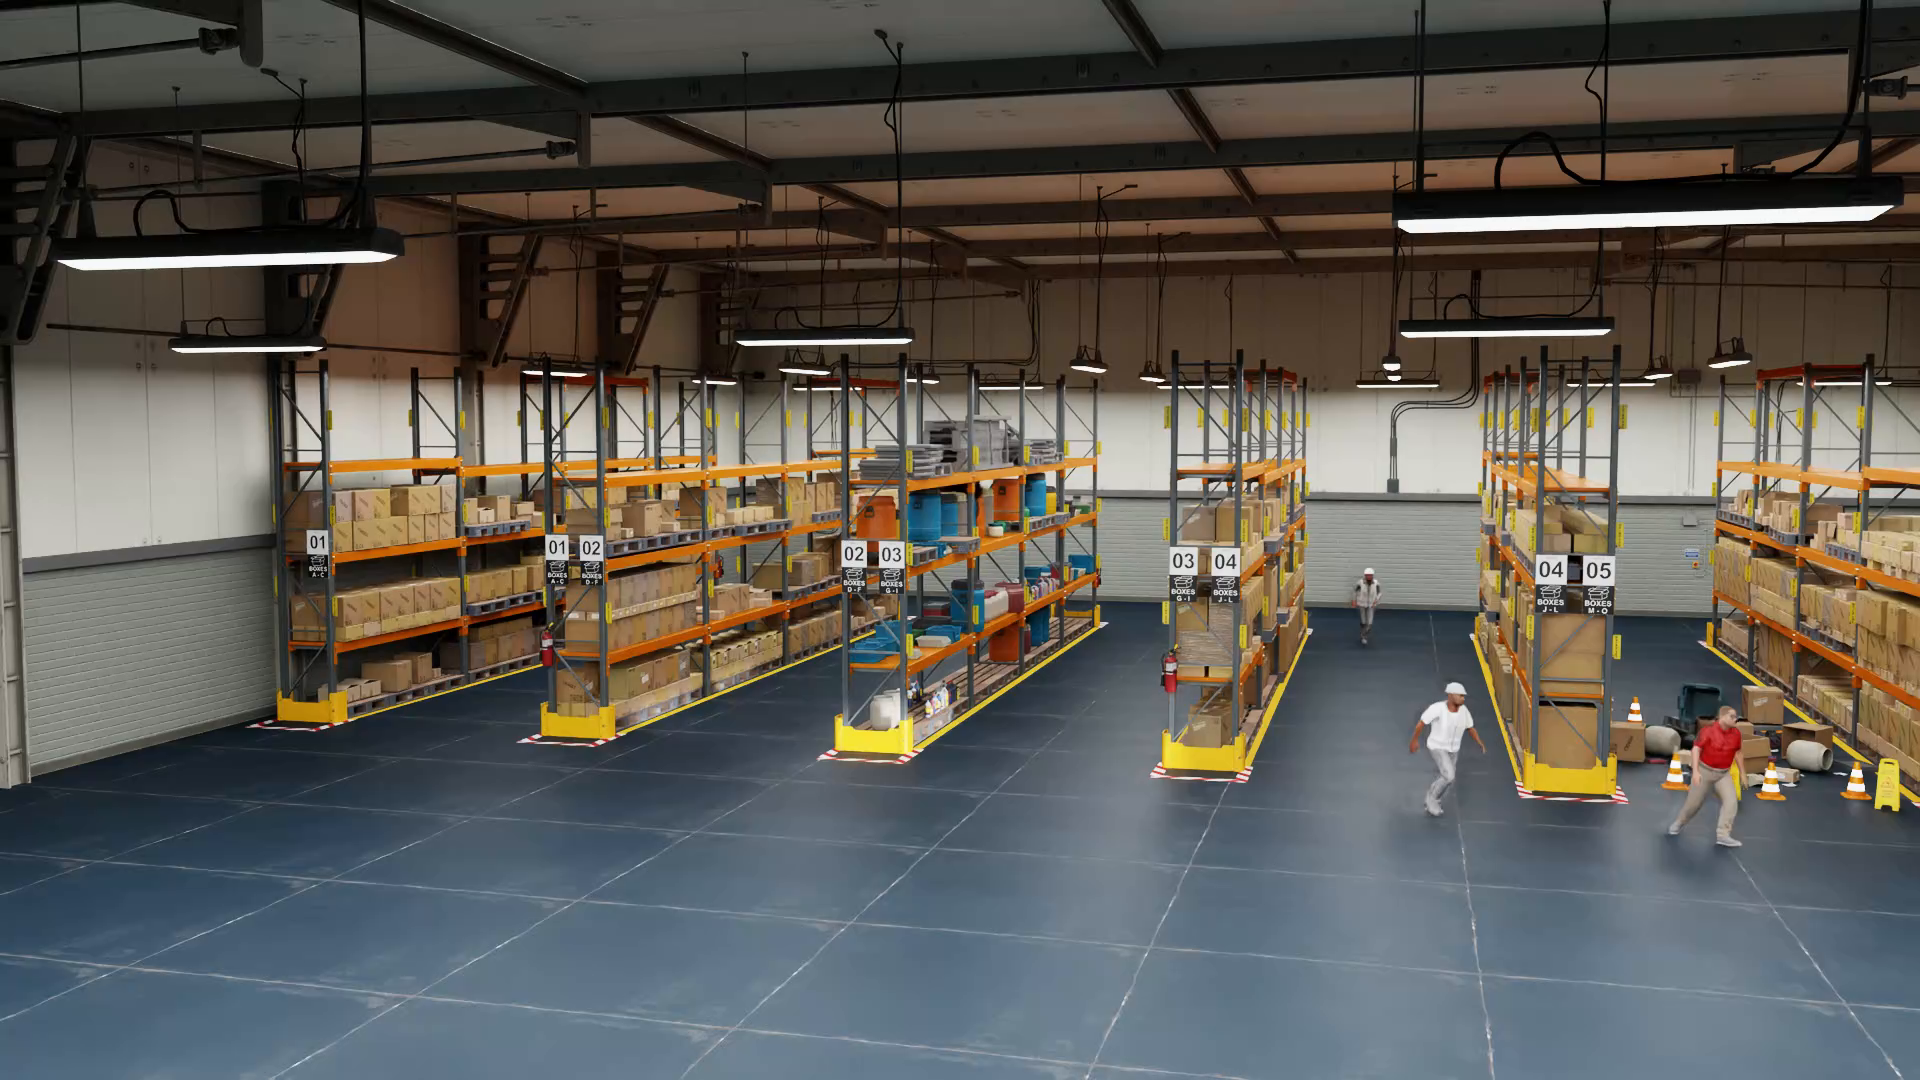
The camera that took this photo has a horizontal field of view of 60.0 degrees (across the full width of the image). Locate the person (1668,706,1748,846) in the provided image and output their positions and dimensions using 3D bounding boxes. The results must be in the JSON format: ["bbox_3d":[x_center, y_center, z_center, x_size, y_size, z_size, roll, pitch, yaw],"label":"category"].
[{"bbox_3d":[8.903,2.759,19.748,0.742,1.659,0.881,-1,4,-13],"label":"person"}]

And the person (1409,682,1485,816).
[{"bbox_3d":[6.146,2.629,20.873,0.684,1.708,0.803,-2,5,-25],"label":"person"}]

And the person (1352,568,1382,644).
[{"bbox_3d":[9.152,1.466,37.411,0.645,1.711,0.683,0,4,0],"label":"person"}]
